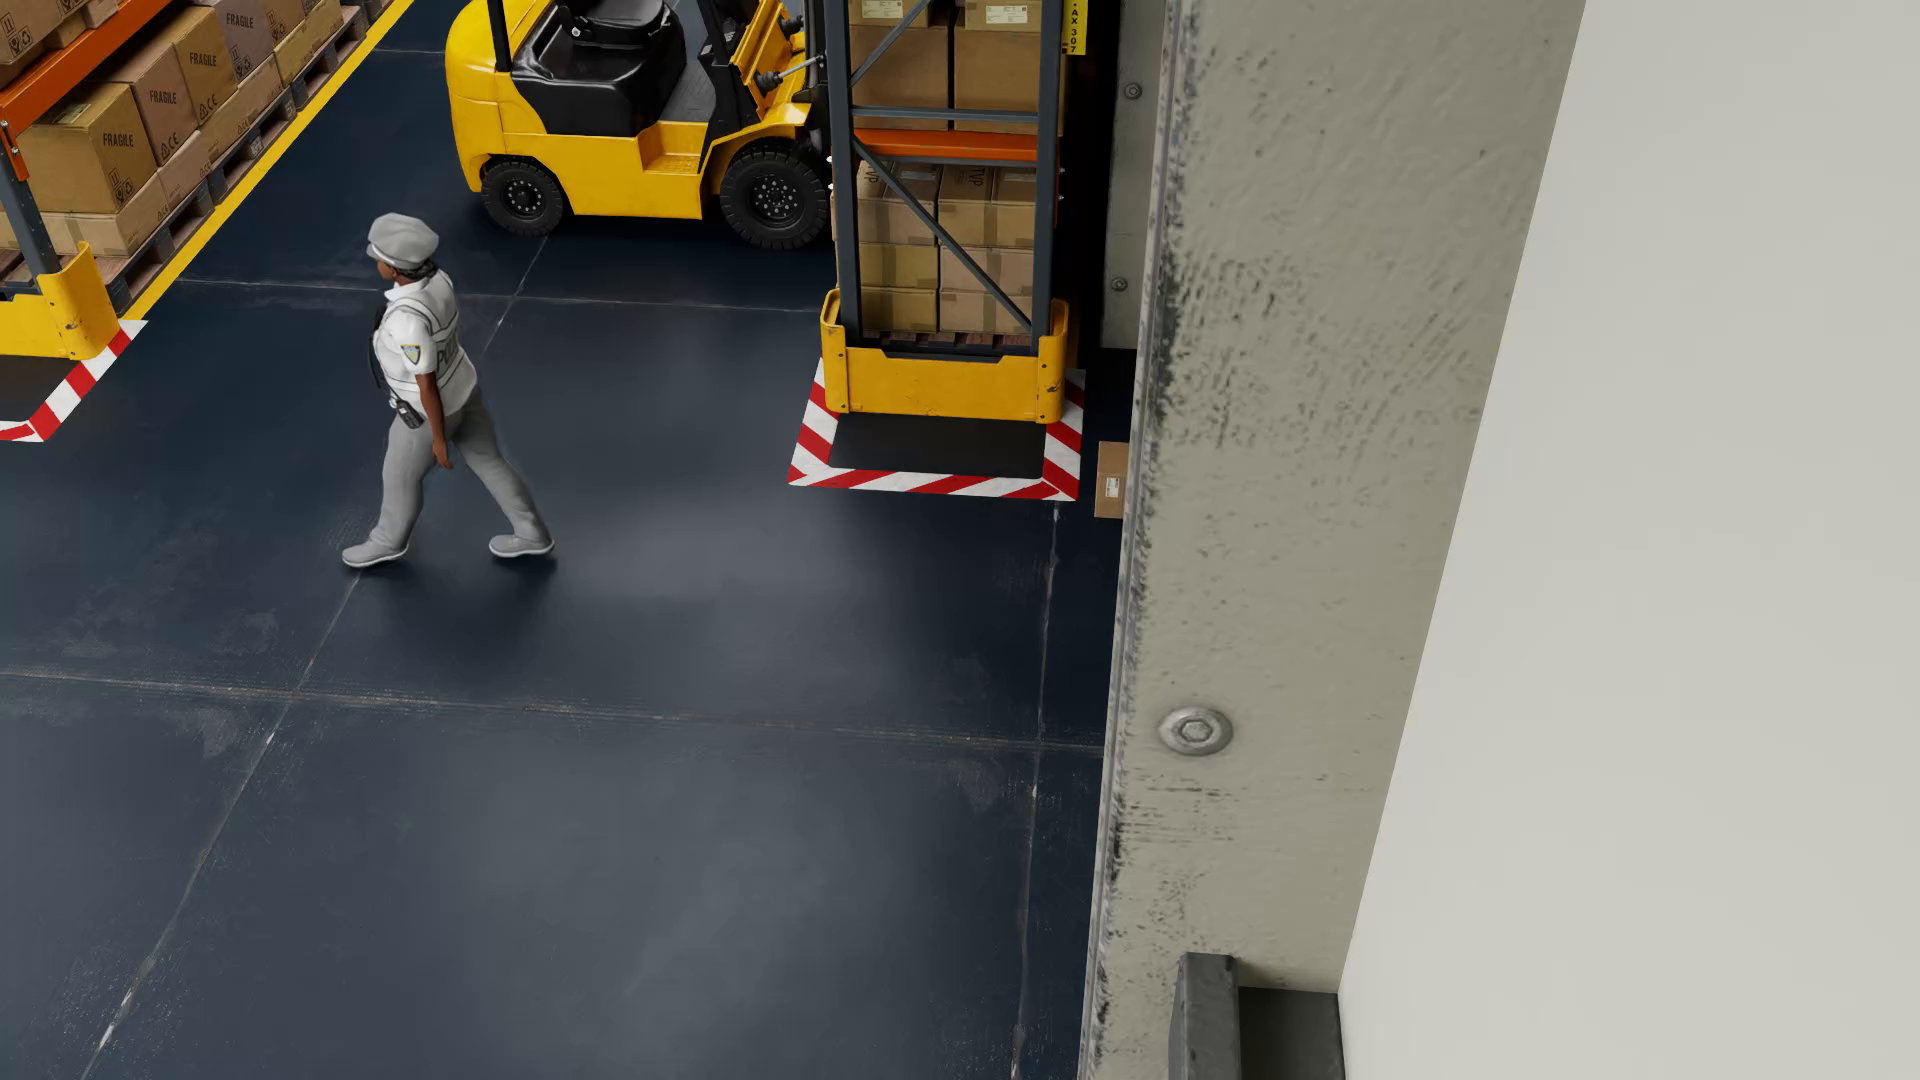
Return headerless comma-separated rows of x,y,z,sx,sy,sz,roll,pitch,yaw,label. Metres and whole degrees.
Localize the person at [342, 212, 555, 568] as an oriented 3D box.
-2.233,-0.592,6.818,0.911,1.647,0.483,6,41,7,person
